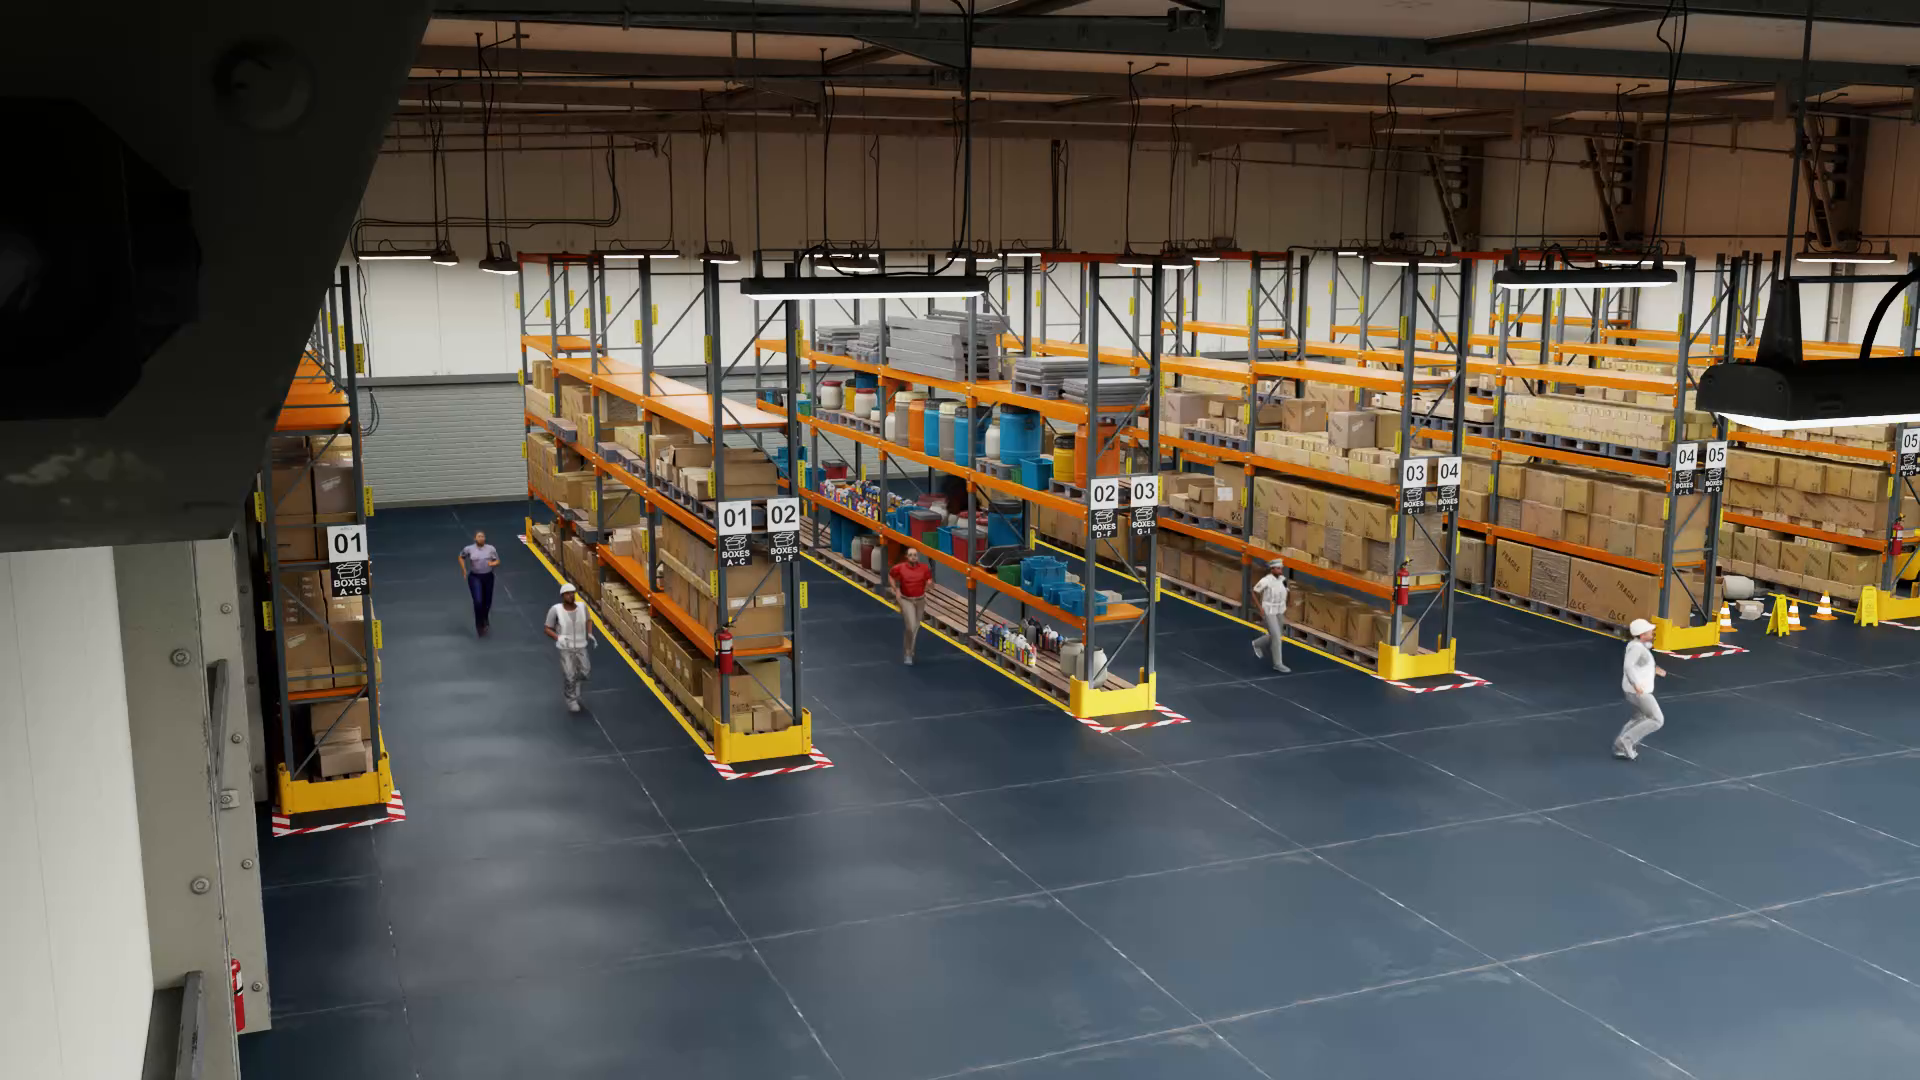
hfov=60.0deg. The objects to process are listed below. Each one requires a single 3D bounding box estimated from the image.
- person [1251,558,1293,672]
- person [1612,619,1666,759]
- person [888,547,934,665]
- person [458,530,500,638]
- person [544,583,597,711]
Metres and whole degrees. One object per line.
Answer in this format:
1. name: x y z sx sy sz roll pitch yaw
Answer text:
1. person: 4.572 1.061 24.507 0.600 1.669 0.835 -6 12 -32
2. person: 8.277 1.814 20.219 0.557 1.740 0.708 3 11 16
3. person: -0.699 0.995 24.969 0.624 1.805 0.777 -4 11 -23
4. person: -7.710 0.676 26.779 0.582 1.708 0.775 -6 12 -31
5. person: -5.232 1.438 22.394 0.685 1.736 0.599 -6 12 -31
